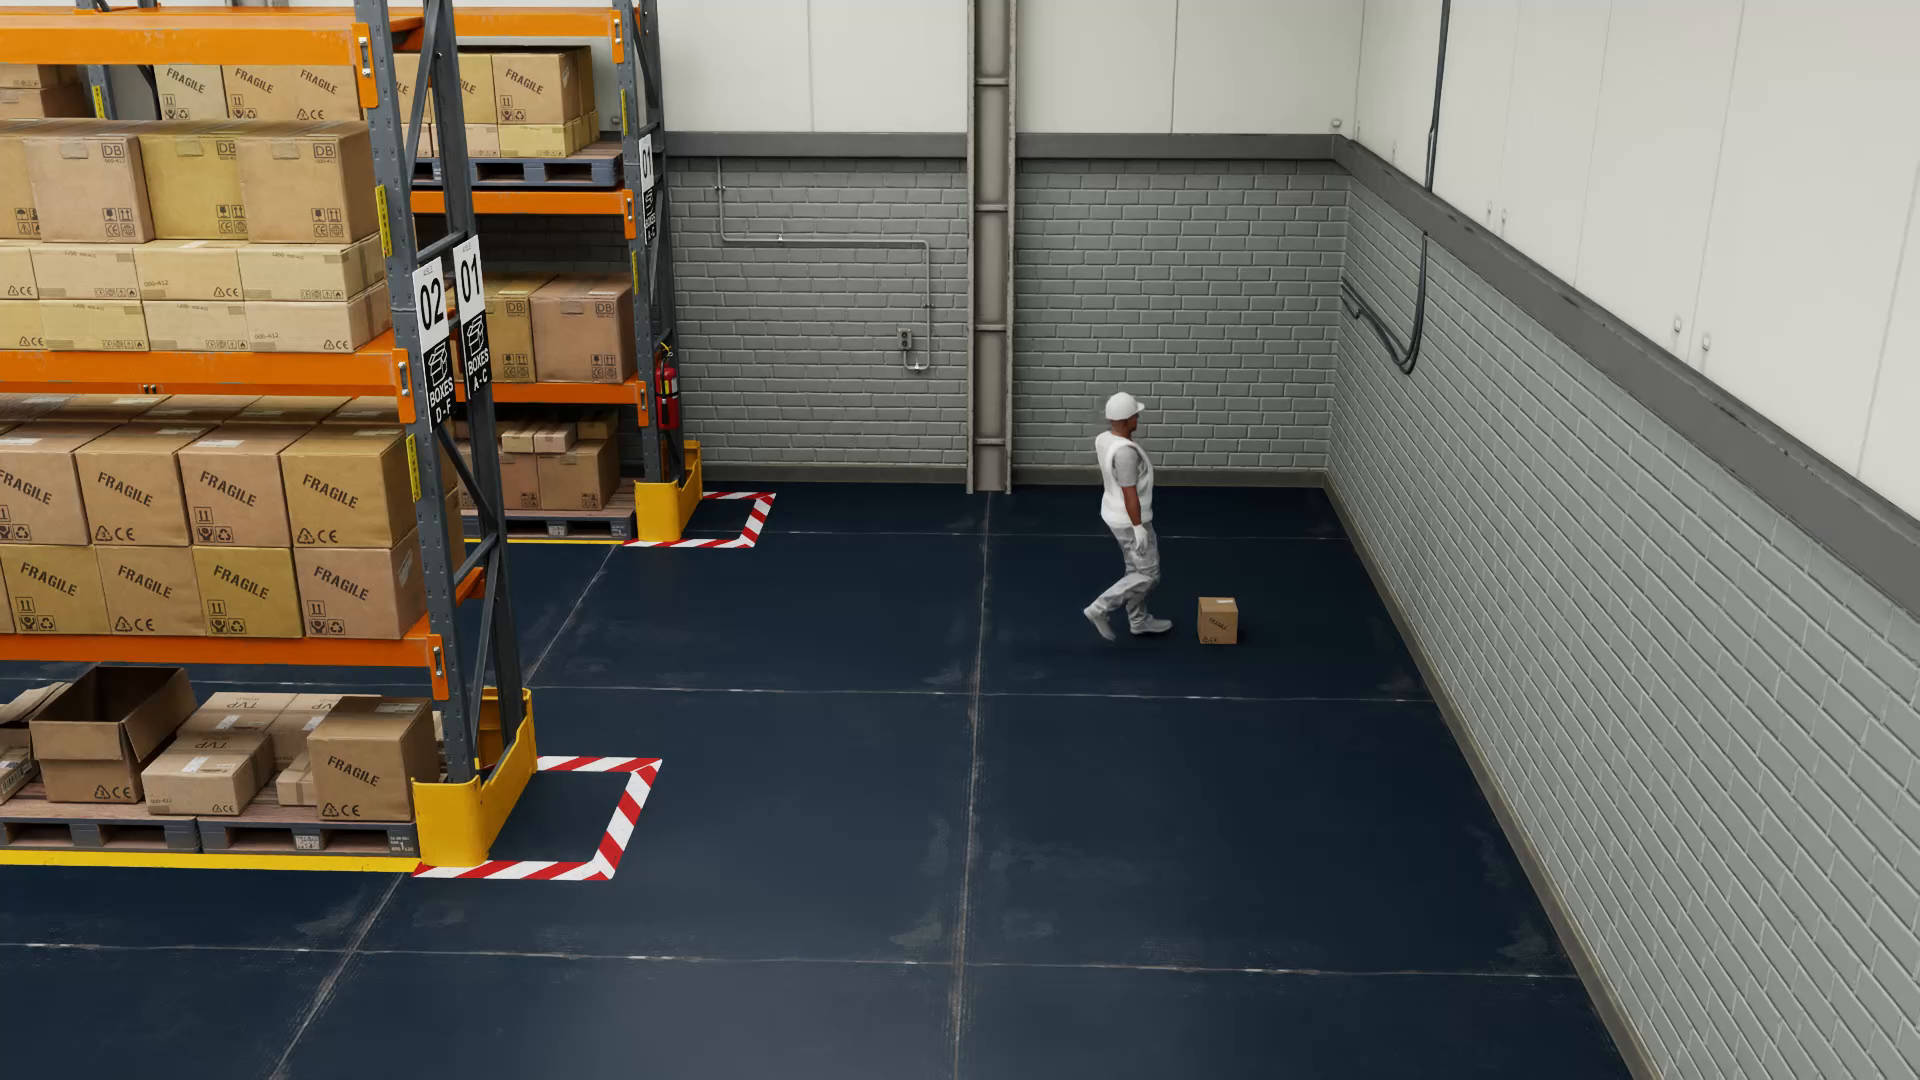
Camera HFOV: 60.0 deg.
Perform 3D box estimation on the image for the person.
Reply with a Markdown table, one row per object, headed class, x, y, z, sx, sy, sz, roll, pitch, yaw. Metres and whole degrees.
| class | x | y | z | sx | sy | sz | roll | pitch | yaw |
| --- | --- | --- | --- | --- | --- | --- | --- | --- | --- |
| person | 1.177 | -0.145 | 11.372 | 0.697 | 1.774 | 0.592 | -3 | 21 | -8 |
